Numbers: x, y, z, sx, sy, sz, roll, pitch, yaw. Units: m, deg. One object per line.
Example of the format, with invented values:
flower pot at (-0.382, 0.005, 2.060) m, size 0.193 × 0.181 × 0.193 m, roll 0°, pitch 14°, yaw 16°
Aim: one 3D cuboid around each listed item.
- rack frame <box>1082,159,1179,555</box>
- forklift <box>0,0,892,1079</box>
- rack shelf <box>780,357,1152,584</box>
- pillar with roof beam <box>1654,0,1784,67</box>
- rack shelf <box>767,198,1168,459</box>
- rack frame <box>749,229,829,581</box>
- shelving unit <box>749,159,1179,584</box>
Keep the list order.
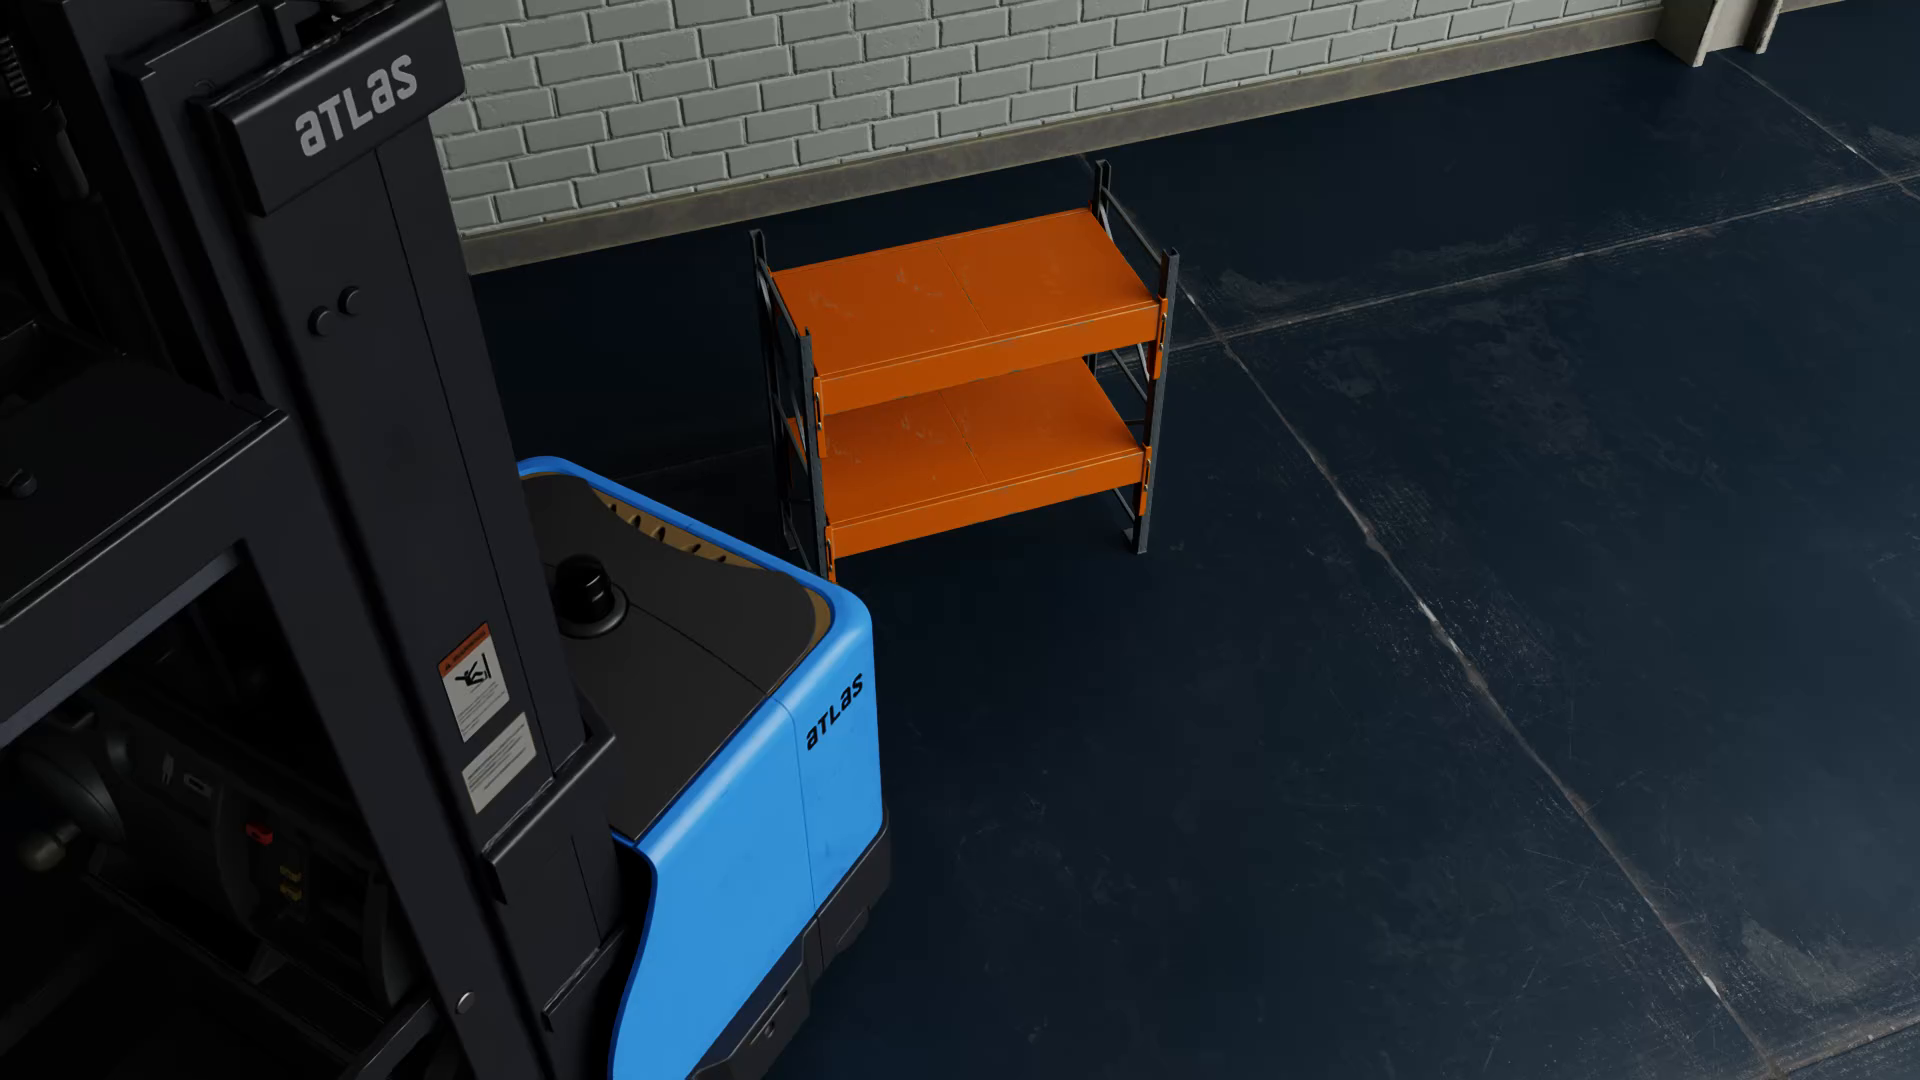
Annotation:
rack frame at (0.485, -0.521, 4.975) m, size 0.032 × 1.125 × 0.500 m, roll -14°, pitch 47°, yaw -14°
forklift at (-1.378, 0.566, 2.616) m, size 1.130 × 2.935 × 3.031 m, roll 24°, pitch 50°, yaw 22°
rack shelf at (0.006, -0.226, 5.026) m, size 1.000 × 0.278 × 0.538 m, roll -14°, pitch 47°, yaw -14°
pillar with roof beam at (4.822, -2.542, 1.430) m, size 0.400 × 9.000 × 9.100 m, roll -14°, pitch 47°, yaw -14°
rack shelf at (0.006, -0.605, 4.646) m, size 1.000 × 0.278 × 0.538 m, roll -14°, pitch 47°, yaw -14°
rack frame at (-0.472, -0.276, 4.731) m, size 0.032 × 1.125 × 0.500 m, roll -14°, pitch 47°, yaw -14°
shelving unit at (0.006, -0.399, 4.853) m, size 1.048 × 1.125 × 0.538 m, roll -14°, pitch 47°, yaw -14°
